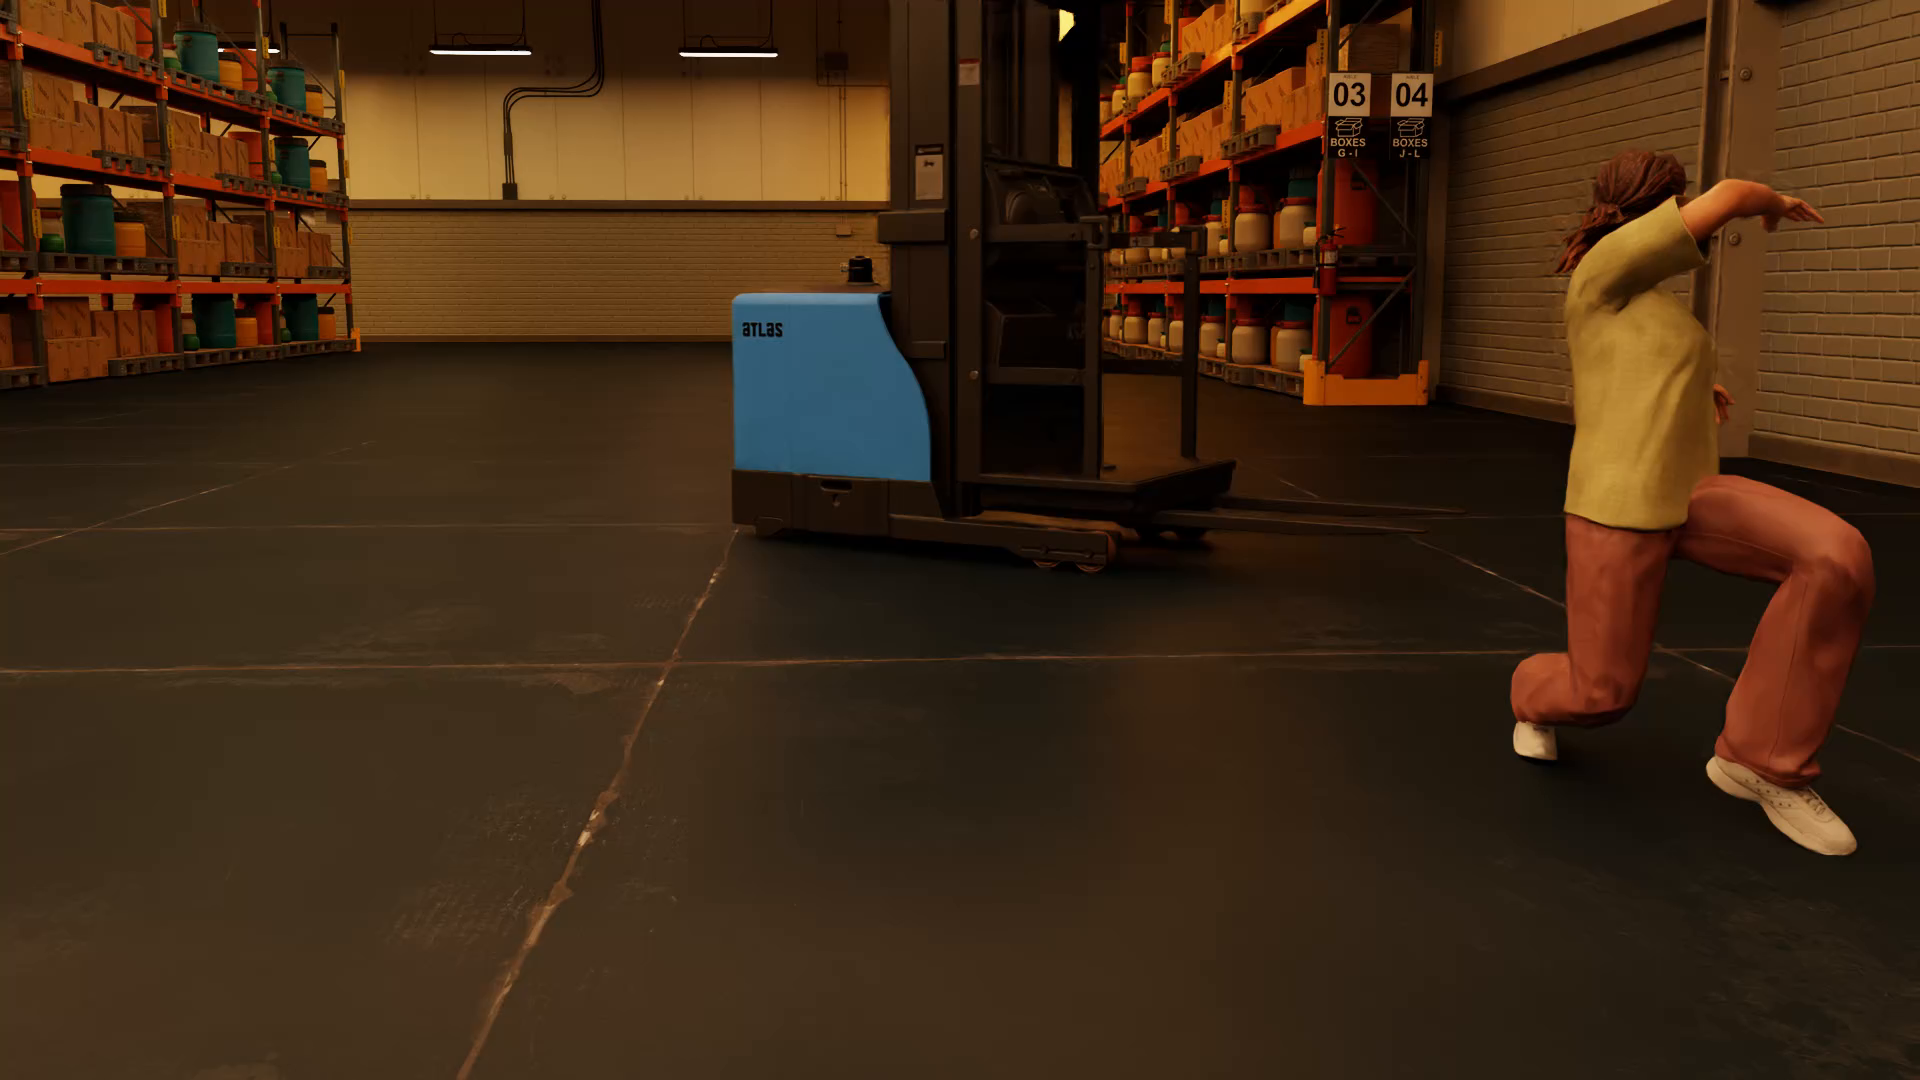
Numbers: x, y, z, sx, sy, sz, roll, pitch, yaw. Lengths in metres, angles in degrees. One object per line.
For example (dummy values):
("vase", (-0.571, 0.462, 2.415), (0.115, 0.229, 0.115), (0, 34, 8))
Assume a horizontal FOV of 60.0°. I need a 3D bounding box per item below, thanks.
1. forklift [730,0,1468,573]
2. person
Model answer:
("forklift", (0.525, -1.411, 6.833), (3.031, 2.935, 1.130), (5, 10, 29))
("person", (1.677, -0.146, 3.610), (0.865, 1.386, 0.951), (-5, 10, -28))
